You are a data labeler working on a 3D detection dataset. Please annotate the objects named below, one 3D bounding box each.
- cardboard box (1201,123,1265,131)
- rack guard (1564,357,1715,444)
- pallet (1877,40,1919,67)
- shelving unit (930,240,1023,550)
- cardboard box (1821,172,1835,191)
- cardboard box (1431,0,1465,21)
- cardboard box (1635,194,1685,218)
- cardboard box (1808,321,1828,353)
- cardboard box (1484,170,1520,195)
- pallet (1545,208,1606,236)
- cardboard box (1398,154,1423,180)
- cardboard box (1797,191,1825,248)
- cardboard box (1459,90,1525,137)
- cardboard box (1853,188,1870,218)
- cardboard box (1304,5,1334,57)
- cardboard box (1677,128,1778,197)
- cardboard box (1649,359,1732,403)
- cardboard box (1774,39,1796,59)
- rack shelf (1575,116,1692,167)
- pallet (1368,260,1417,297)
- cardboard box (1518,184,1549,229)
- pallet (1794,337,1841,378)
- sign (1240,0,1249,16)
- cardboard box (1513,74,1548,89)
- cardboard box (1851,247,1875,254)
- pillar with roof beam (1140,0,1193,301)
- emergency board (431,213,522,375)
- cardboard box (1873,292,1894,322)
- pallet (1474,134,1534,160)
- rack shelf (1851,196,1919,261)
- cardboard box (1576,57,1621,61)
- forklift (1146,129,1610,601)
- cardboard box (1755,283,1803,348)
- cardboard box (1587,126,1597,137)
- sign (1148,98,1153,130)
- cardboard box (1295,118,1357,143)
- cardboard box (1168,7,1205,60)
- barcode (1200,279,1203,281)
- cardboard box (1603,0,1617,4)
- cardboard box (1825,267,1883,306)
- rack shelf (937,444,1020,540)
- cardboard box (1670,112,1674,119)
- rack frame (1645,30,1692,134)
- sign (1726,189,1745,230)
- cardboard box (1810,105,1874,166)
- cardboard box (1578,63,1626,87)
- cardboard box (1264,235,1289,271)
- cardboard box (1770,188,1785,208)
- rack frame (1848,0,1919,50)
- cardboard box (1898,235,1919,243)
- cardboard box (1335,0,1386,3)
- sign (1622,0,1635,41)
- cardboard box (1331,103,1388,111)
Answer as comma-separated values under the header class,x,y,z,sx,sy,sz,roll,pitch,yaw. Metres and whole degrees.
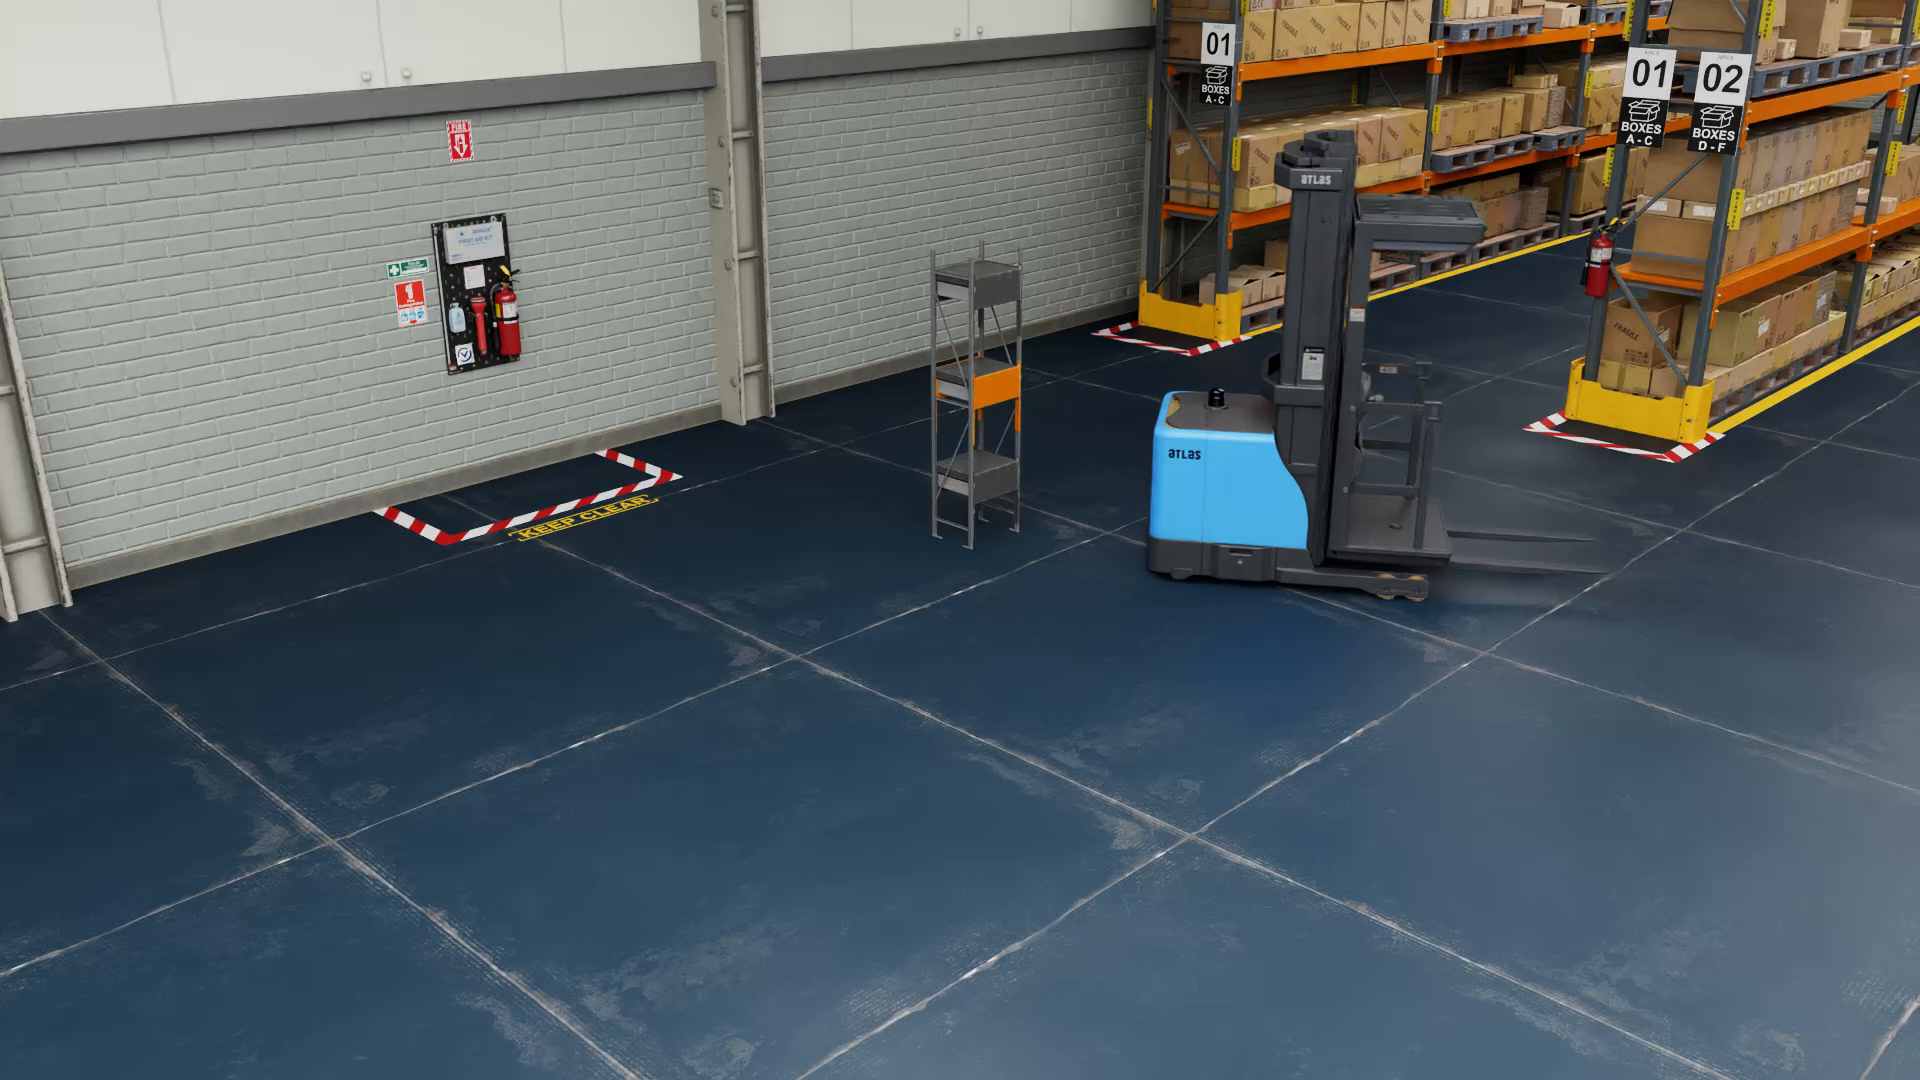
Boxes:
class,x,y,z,sx,sy,sz,roll,pitch,yaw
cardboard box,2.947,-4.239,18.059,0.500,0.500,0.500,-20,29,-41
rack guard,5.947,-1.237,14.595,1.175,0.500,0.348,19,28,41
pallet,9.361,-4.979,16.932,0.805,0.209,1.217,18,27,39
shelving unit,0.115,-1.023,11.809,0.431,2.100,0.503,19,28,41
cardboard box,8.007,-3.403,15.703,0.380,0.149,0.250,19,28,40
cardboard box,5.642,-6.440,19.743,0.500,0.500,0.500,-15,26,-35
cardboard box,6.094,-2.905,14.408,0.380,0.149,0.250,19,28,40
cardboard box,8.232,-2.050,16.476,0.500,0.250,0.500,19,28,41
cardboard box,7.086,-4.765,22.115,0.500,0.250,0.500,-20,28,-41
pallet,8.597,-4.587,23.715,1.003,0.211,1.213,19,28,41
cardboard box,5.090,-4.418,19.570,0.500,0.250,0.500,19,28,41
cardboard box,7.734,-3.104,15.829,0.500,0.500,0.700,-20,28,-41
cardboard box,6.819,-5.508,21.471,0.700,0.500,0.500,19,28,41
cardboard box,9.067,-3.505,17.223,0.500,0.250,0.500,-18,27,-39
cardboard box,3.584,-5.392,17.573,0.500,0.500,0.500,-19,28,-40
cardboard box,6.699,-3.329,14.607,0.700,0.500,0.500,18,28,39
cardboard box,6.498,-1.404,14.795,0.500,0.250,0.500,19,28,41
cardboard box,6.911,-4.212,14.241,0.380,0.149,0.250,19,28,41
rack shelf,9.388,-5.883,24.203,1.077,0.370,4.000,19,28,41
pallet,4.760,-3.194,20.089,1.003,0.211,1.213,19,28,41
cardboard box,7.528,-4.545,22.590,0.500,0.500,0.700,-20,29,-41
pallet,8.170,-1.942,16.834,1.003,0.211,1.213,19,28,41
sign,2.801,-5.321,16.338,0.100,0.325,0.005,19,28,41
cardboard box,7.560,-6.077,22.048,0.380,0.149,0.250,14,25,32
cardboard box,9.893,-3.179,18.631,0.500,0.311,0.500,19,28,40
pillar with roof beam,5.365,-5.768,14.538,9.100,9.000,0.400,19,28,41
emergency board,-3.656,-1.877,12.777,0.194,1.169,0.643,19,28,41
cardboard box,9.571,-2.523,17.705,0.500,0.250,0.500,-19,28,-41
pallet,6.642,-5.096,21.420,1.003,0.211,1.213,19,28,41
rack shelf,10.150,-3.616,18.305,1.077,0.370,4.000,19,28,41
cardboard box,9.203,-6.826,24.025,0.500,0.250,0.500,18,28,39
forklift,2.844,-1.169,11.031,3.031,2.935,1.130,4,21,10
cardboard box,7.546,-2.139,15.661,0.500,0.500,0.500,19,28,41
cardboard box,8.571,-5.686,23.010,0.250,0.149,0.380,-20,29,-41
sign,2.029,-4.481,17.496,0.100,0.325,0.005,19,28,41
cardboard box,4.029,-4.377,18.417,0.500,0.500,0.500,-19,28,-40
cardboard box,2.522,-5.275,17.270,0.500,0.500,0.500,-18,27,-38
barcode,2.686,-2.863,18.465,0.001,0.075,0.075,19,28,41
cardboard box,8.622,-7.645,22.852,0.700,0.500,0.500,17,27,38
cardboard box,9.221,-2.656,17.270,0.500,0.311,0.500,19,28,41
rack shelf,0.115,-0.357,12.065,0.431,0.518,0.480,19,28,41
cardboard box,10.379,-6.341,24.714,0.250,0.149,0.380,-19,28,-40
rack frame,10.784,-6.733,25.411,1.000,3.000,0.127,19,28,41
sign,6.358,-2.710,13.628,0.100,0.325,0.005,19,28,41
cardboard box,8.450,-3.974,16.286,0.700,0.500,0.500,19,28,41
cardboard box,8.869,-6.440,23.023,0.500,0.250,0.500,19,28,40
cardboard box,3.905,-3.165,18.999,0.700,0.500,0.500,17,27,37
cardboard box,7.111,-3.072,14.842,0.380,0.149,0.250,18,27,39
rack frame,8.755,-6.238,15.762,1.000,3.000,0.127,19,28,41
cardboard box,10.998,-3.309,18.968,0.500,0.311,0.500,19,28,40
cardboard box,4.316,-6.123,18.081,0.500,0.500,0.500,18,27,39
sign,5.585,-4.325,13.843,0.100,0.325,0.005,19,28,41
cardboard box,4.725,-4.898,19.772,0.500,0.500,0.500,18,28,39
